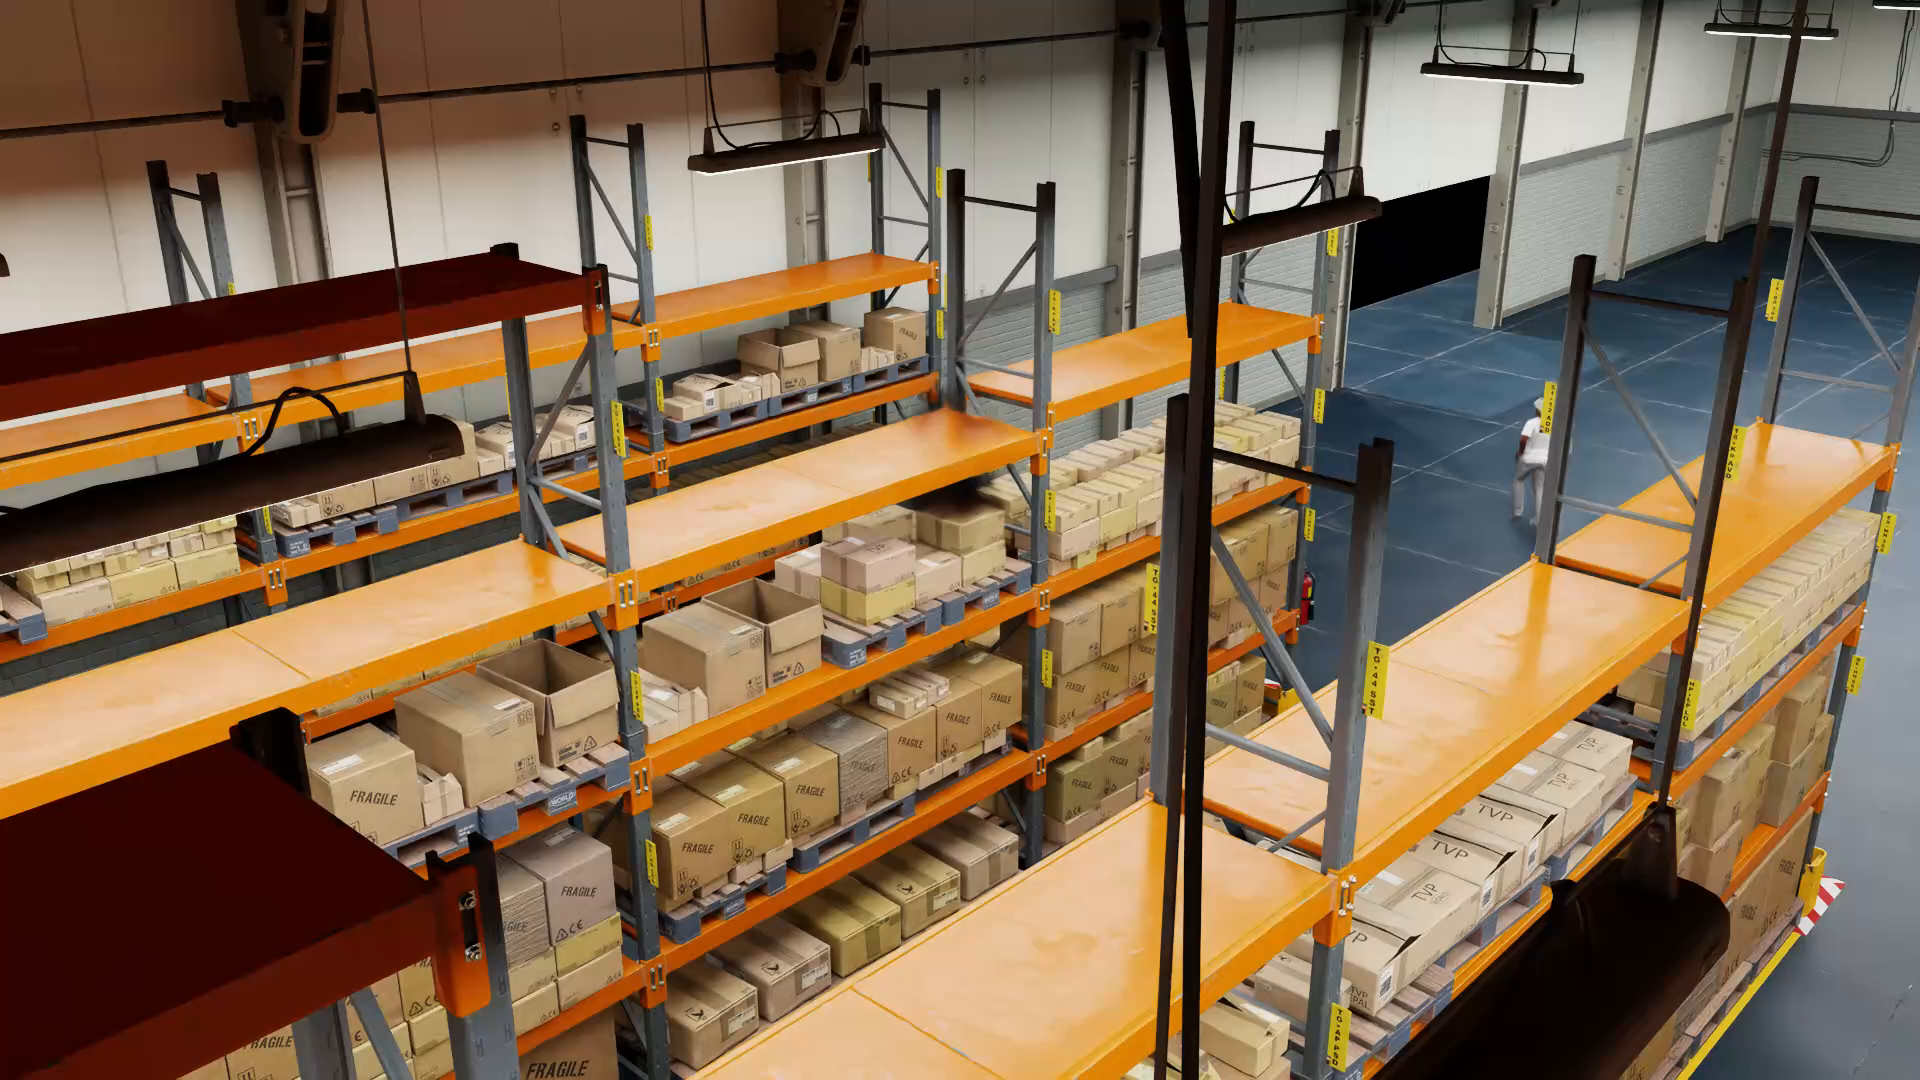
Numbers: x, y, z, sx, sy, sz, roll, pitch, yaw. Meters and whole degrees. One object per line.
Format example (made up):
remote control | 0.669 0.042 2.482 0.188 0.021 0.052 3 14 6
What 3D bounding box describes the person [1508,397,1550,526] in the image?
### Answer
person | 7.692 -1.019 22.223 0.676 1.831 0.787 -1 21 -2
